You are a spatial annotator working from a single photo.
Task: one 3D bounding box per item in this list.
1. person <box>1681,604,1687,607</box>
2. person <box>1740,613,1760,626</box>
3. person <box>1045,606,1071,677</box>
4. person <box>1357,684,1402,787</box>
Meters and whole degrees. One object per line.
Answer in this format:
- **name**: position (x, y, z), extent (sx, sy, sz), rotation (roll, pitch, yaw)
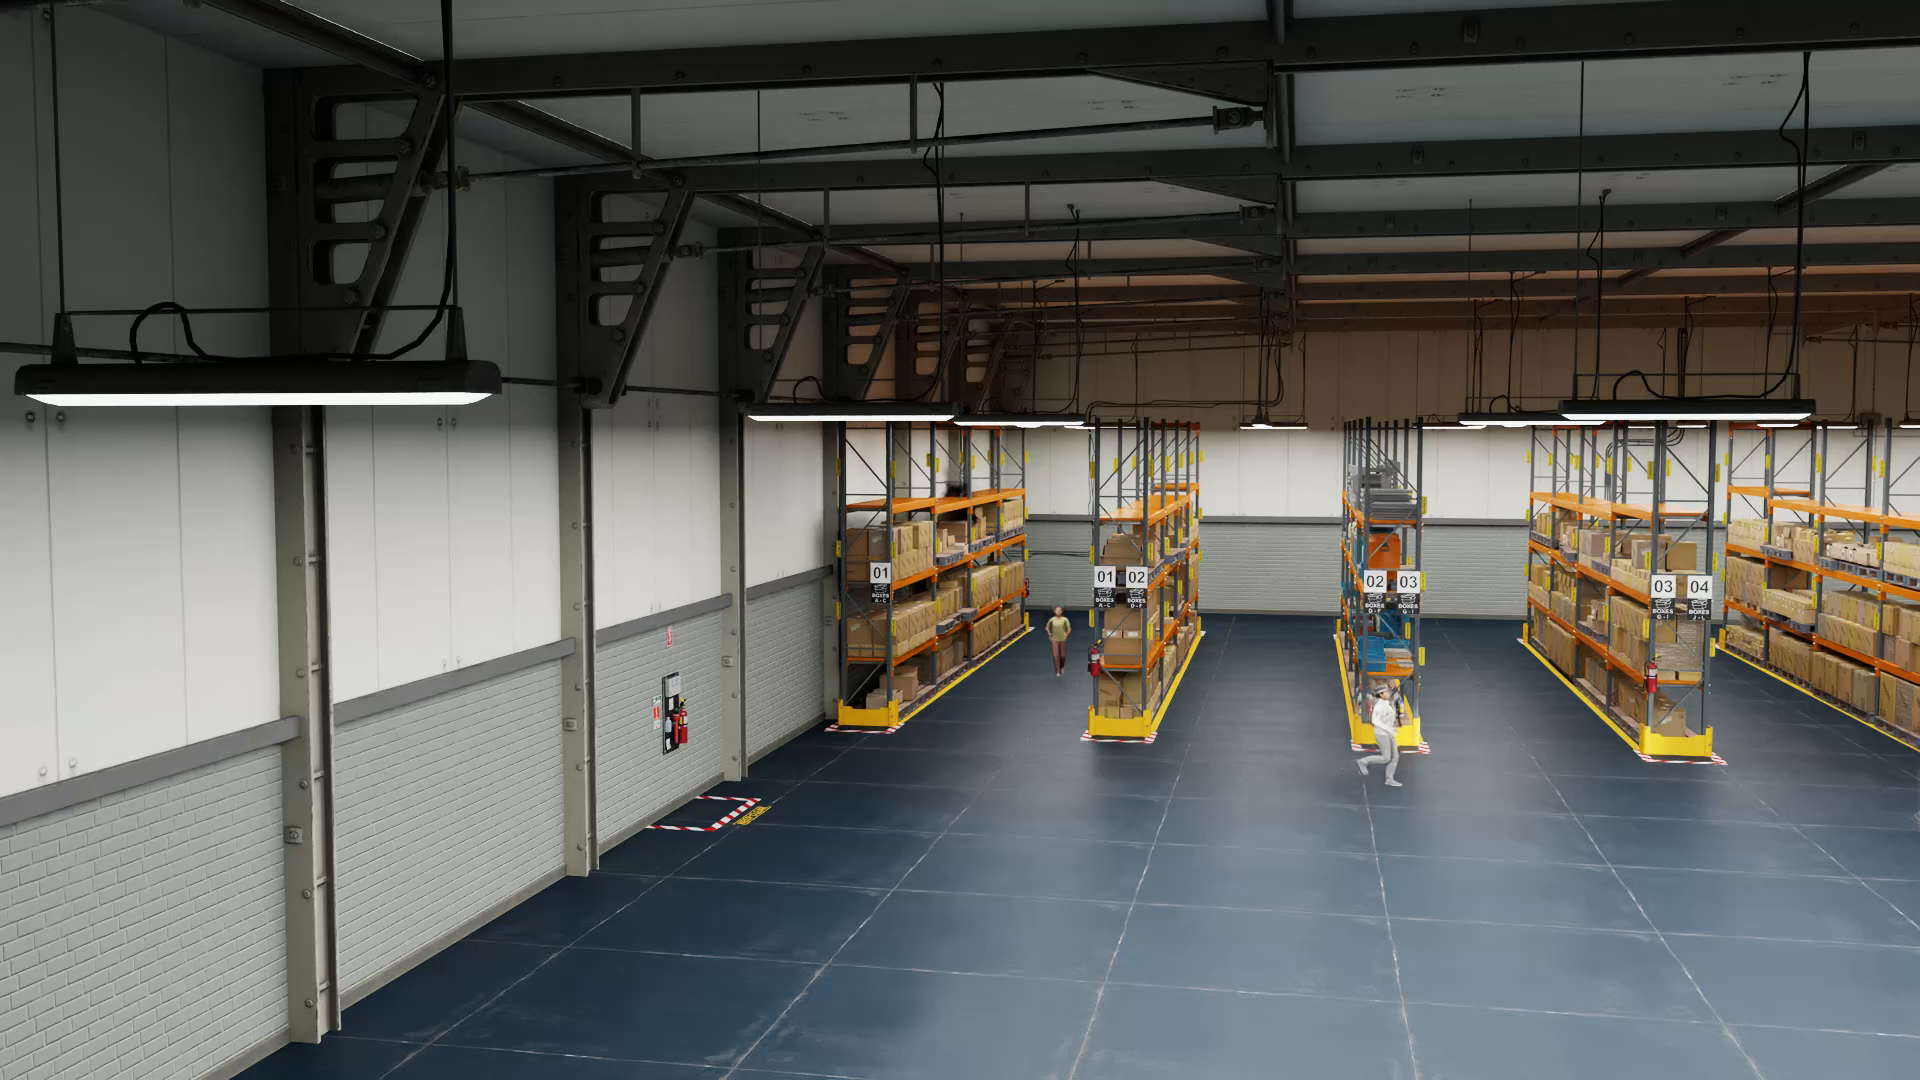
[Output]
- **person**: position (18.891, 2.063, 43.633), extent (0.637, 1.674, 0.631), rotation (1, 4, 17)
- **person**: position (21.465, 1.933, 45.246), extent (0.714, 1.701, 0.921), rotation (-3, 5, -36)
- **person**: position (2.245, 2.307, 38.071), extent (0.580, 1.616, 0.600), rotation (0, 4, 3)
- **person**: position (6.833, 3.148, 26.951), extent (0.729, 1.661, 0.615), rotation (2, 4, 31)
